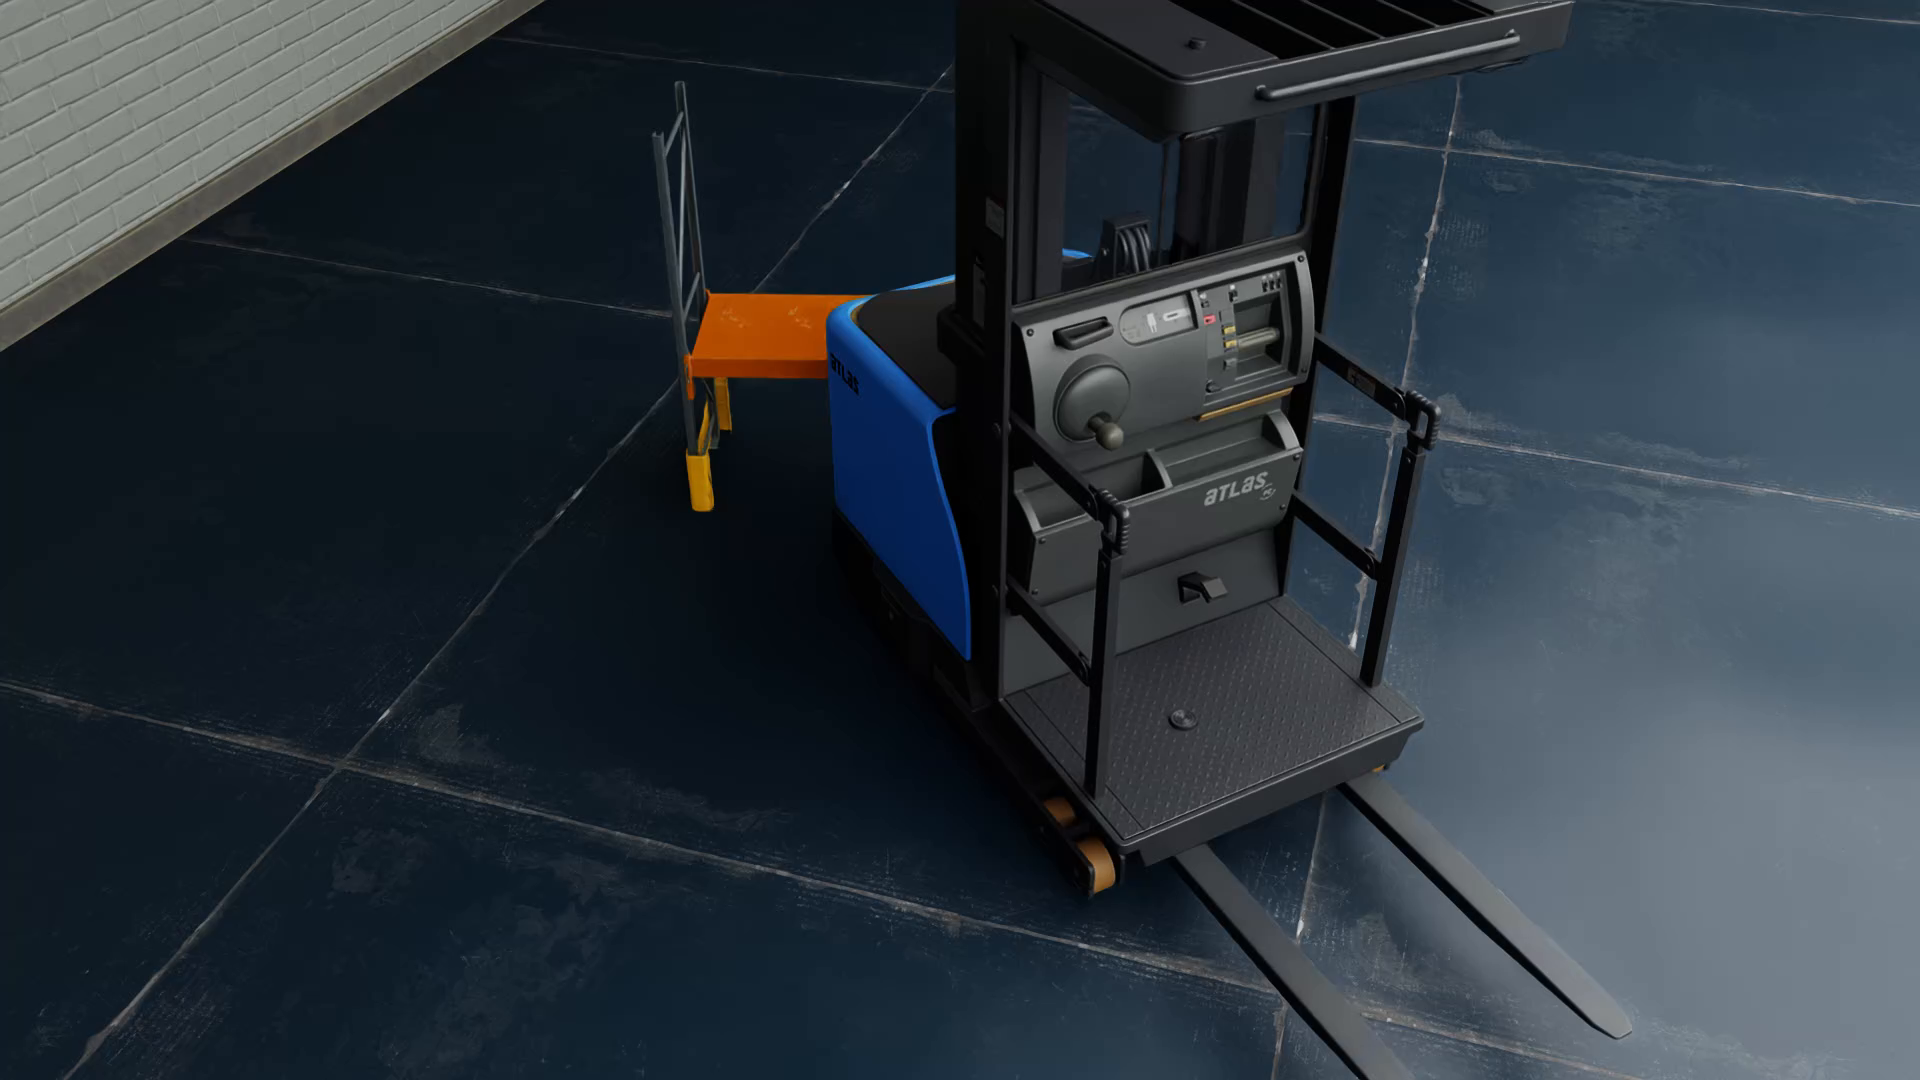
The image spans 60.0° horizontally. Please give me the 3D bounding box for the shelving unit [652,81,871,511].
[{"bbox_3d":[-0.490,-0.883,6.184,1.083,1.500,0.587,1,36,1],"label":"shelving unit"}]

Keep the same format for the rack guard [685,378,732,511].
[{"bbox_3d":[-0.988,-0.387,6.565,0.087,0.250,0.587,1,36,1],"label":"rack guard"}]

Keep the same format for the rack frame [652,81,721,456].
[{"bbox_3d":[-1.007,-0.890,6.195,0.032,1.500,0.500,1,36,1],"label":"rack frame"}]

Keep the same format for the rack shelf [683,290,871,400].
[{"bbox_3d":[-0.499,-0.738,6.291,1.000,0.185,0.538,1,36,1],"label":"rack shelf"}]

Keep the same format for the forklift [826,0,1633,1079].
[{"bbox_3d":[0.685,-0.459,4.400,1.130,2.935,3.031,-18,40,-23],"label":"forklift"}]
